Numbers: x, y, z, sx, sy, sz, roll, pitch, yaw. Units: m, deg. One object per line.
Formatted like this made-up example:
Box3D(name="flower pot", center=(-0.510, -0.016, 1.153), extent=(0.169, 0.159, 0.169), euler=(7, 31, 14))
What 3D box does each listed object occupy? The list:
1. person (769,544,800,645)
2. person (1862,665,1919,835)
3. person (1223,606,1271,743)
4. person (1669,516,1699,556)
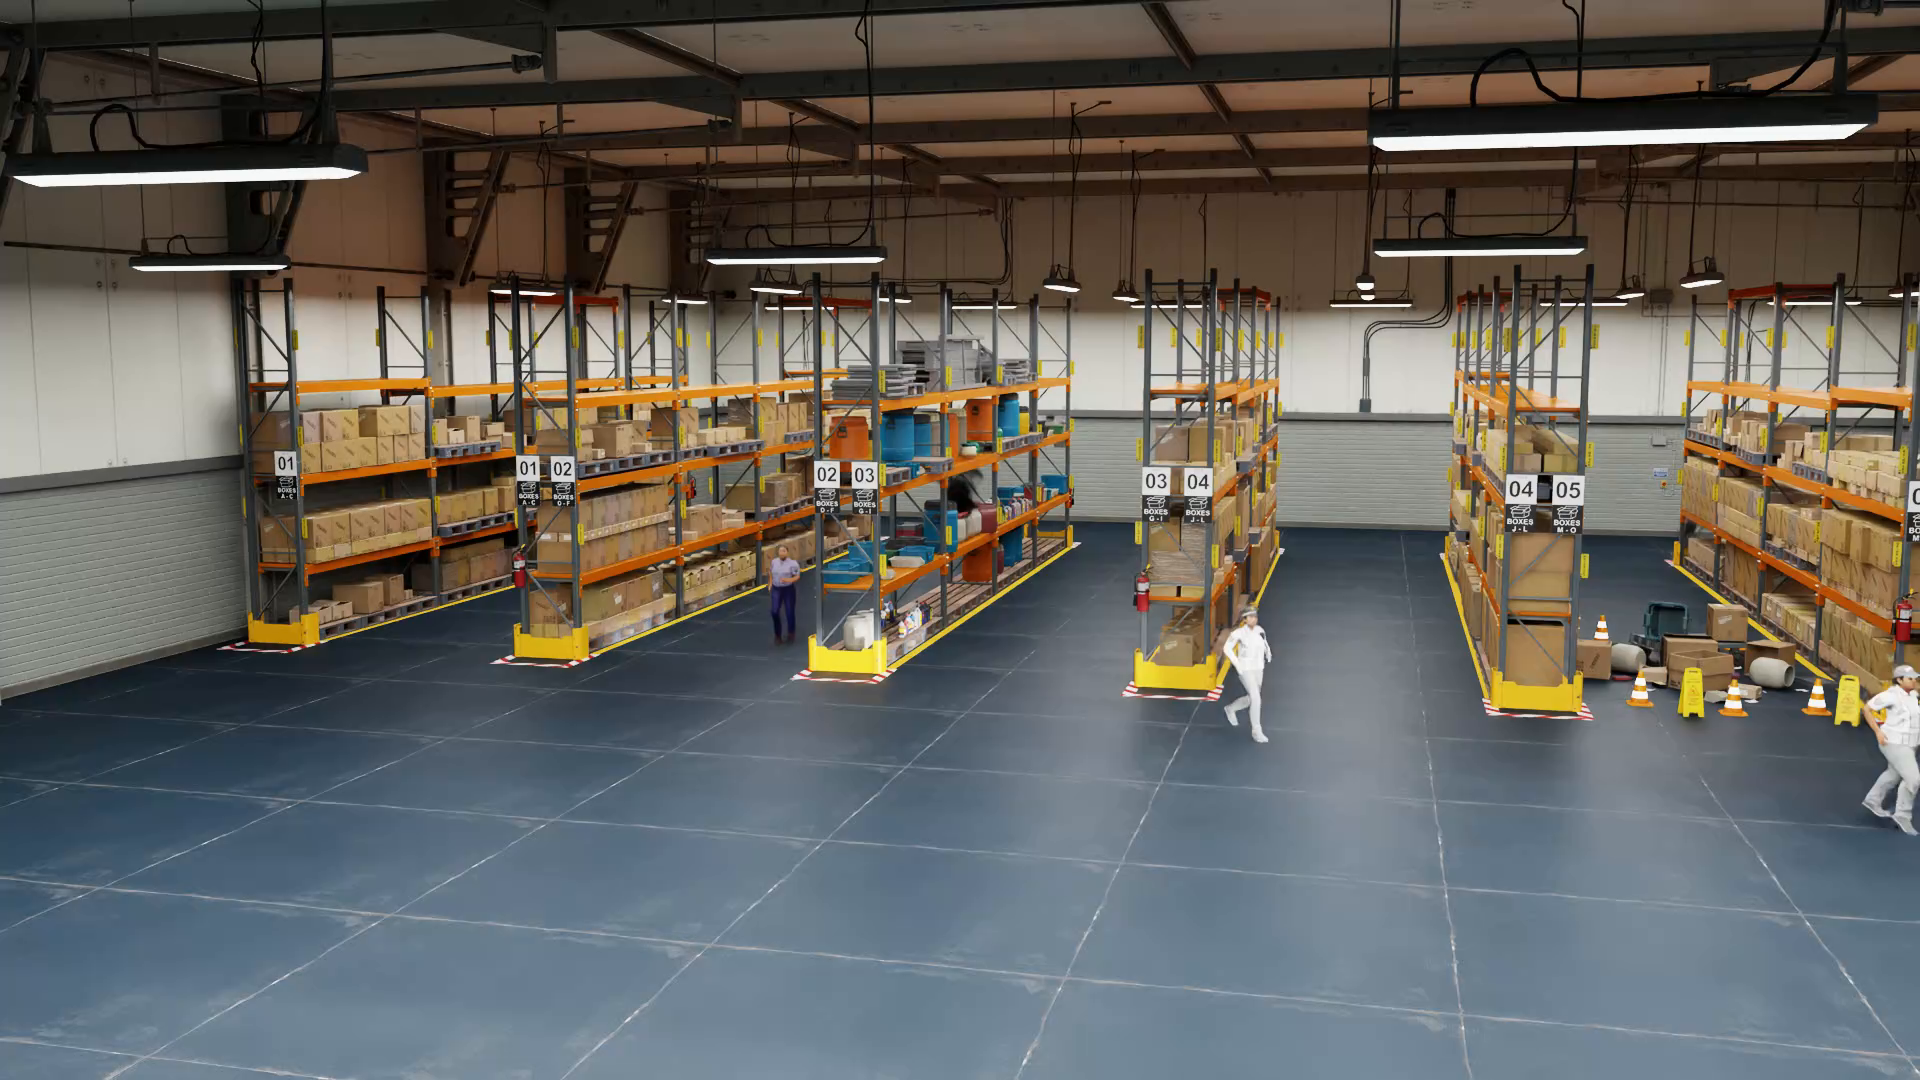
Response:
Box3D(name="person", center=(-2.915, 0.905, 27.512), extent=(0.565, 1.688, 0.796), euler=(1, 7, 5))
Box3D(name="person", center=(9.674, 2.142, 17.122), extent=(0.577, 1.732, 0.735), euler=(-4, 8, -32))
Box3D(name="person", center=(3.658, 1.657, 21.050), extent=(0.608, 1.704, 0.797), euler=(-4, 8, -30))
Box3D(name="person", center=(16.834, -0.401, 38.329), extent=(0.856, 1.616, 0.691), euler=(3, 8, 27))
